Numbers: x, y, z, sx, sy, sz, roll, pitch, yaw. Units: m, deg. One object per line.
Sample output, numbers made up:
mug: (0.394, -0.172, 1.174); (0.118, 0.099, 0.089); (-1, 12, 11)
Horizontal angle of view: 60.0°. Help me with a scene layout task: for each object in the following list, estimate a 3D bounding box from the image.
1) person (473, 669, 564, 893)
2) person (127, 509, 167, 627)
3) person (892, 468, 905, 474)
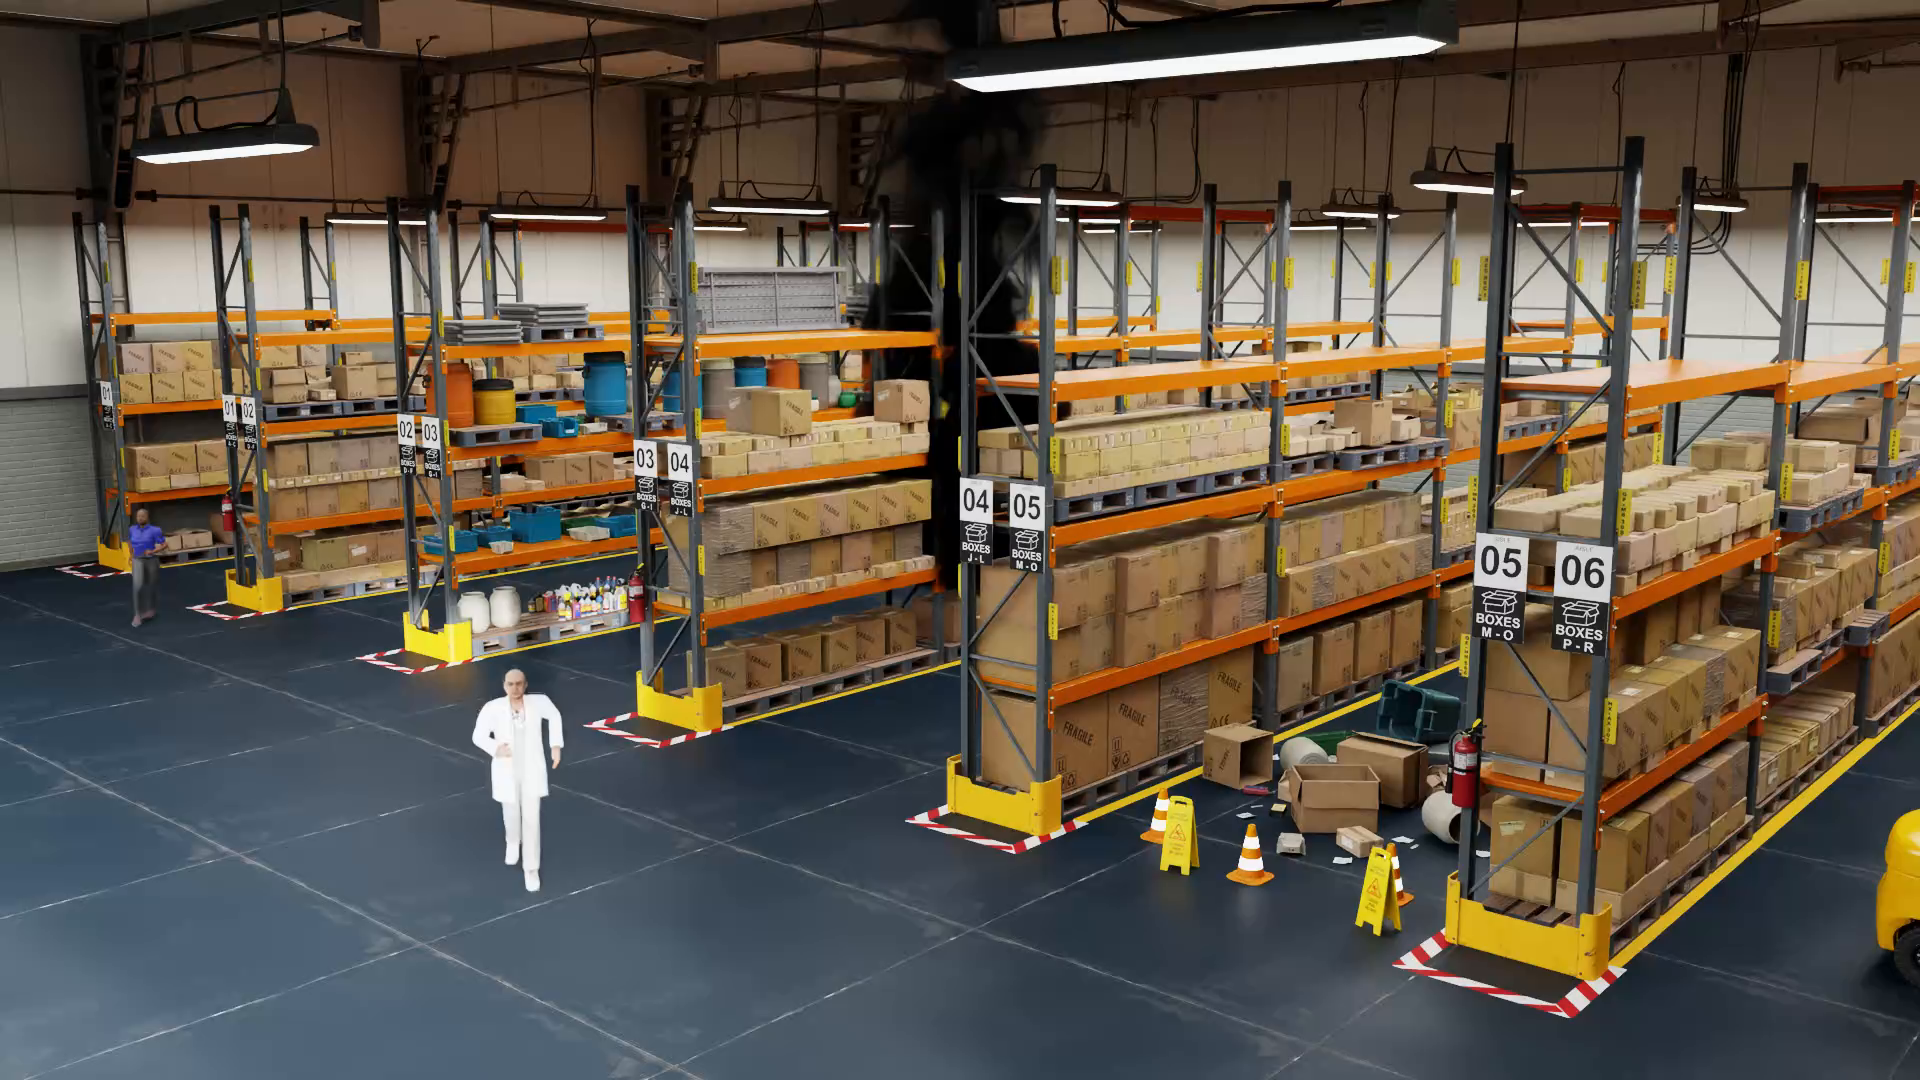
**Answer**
person: (-3.722, 1.971, 14.071); (0.737, 1.829, 0.923); (-2, 10, -14)
person: (-11.756, 0.369, 24.084); (0.567, 1.656, 0.729); (-2, 10, -14)
person: (-1.227, -1.139, 32.660); (0.688, 1.805, 0.862); (6, 11, 30)
